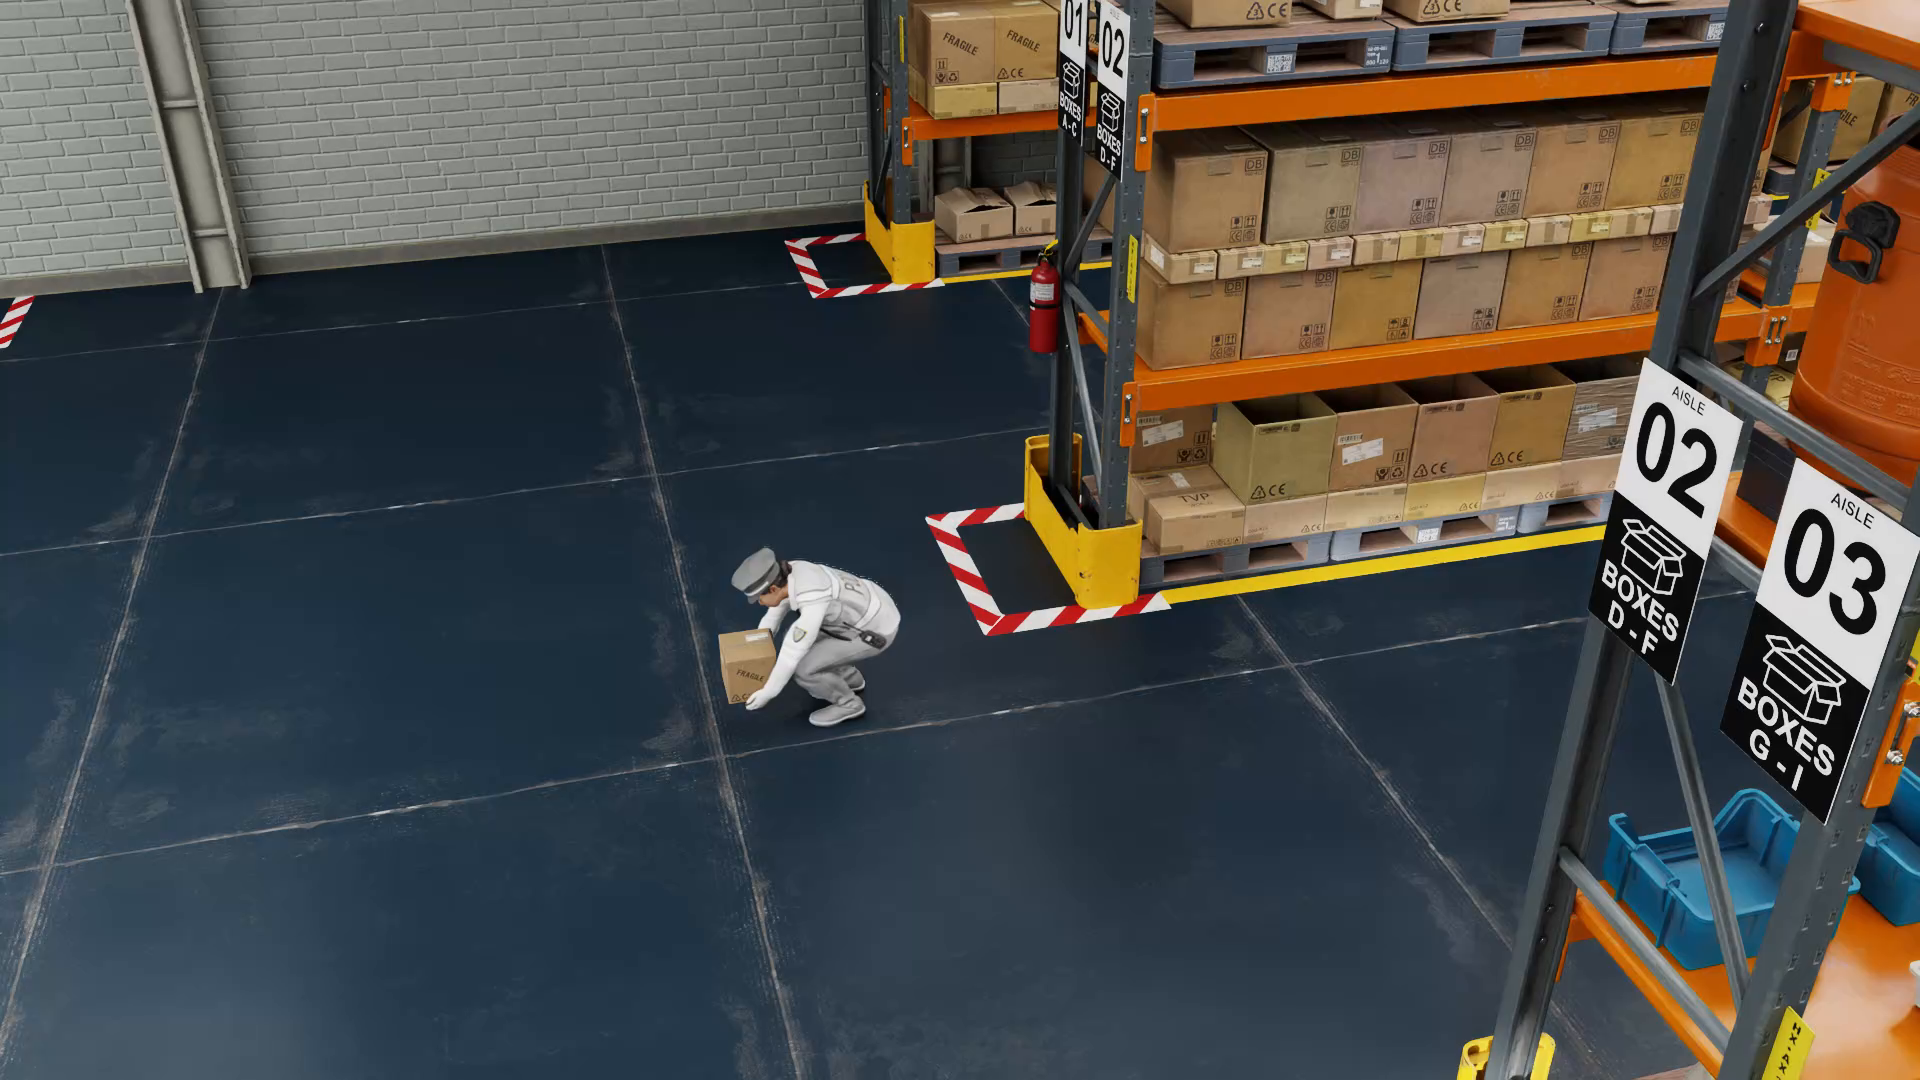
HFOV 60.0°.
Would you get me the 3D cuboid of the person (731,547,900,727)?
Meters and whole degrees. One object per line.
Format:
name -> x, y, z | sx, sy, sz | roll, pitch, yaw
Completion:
person -> -0.698, 0.442, 8.159 | 0.815, 0.984, 0.493 | -8, 31, -13
